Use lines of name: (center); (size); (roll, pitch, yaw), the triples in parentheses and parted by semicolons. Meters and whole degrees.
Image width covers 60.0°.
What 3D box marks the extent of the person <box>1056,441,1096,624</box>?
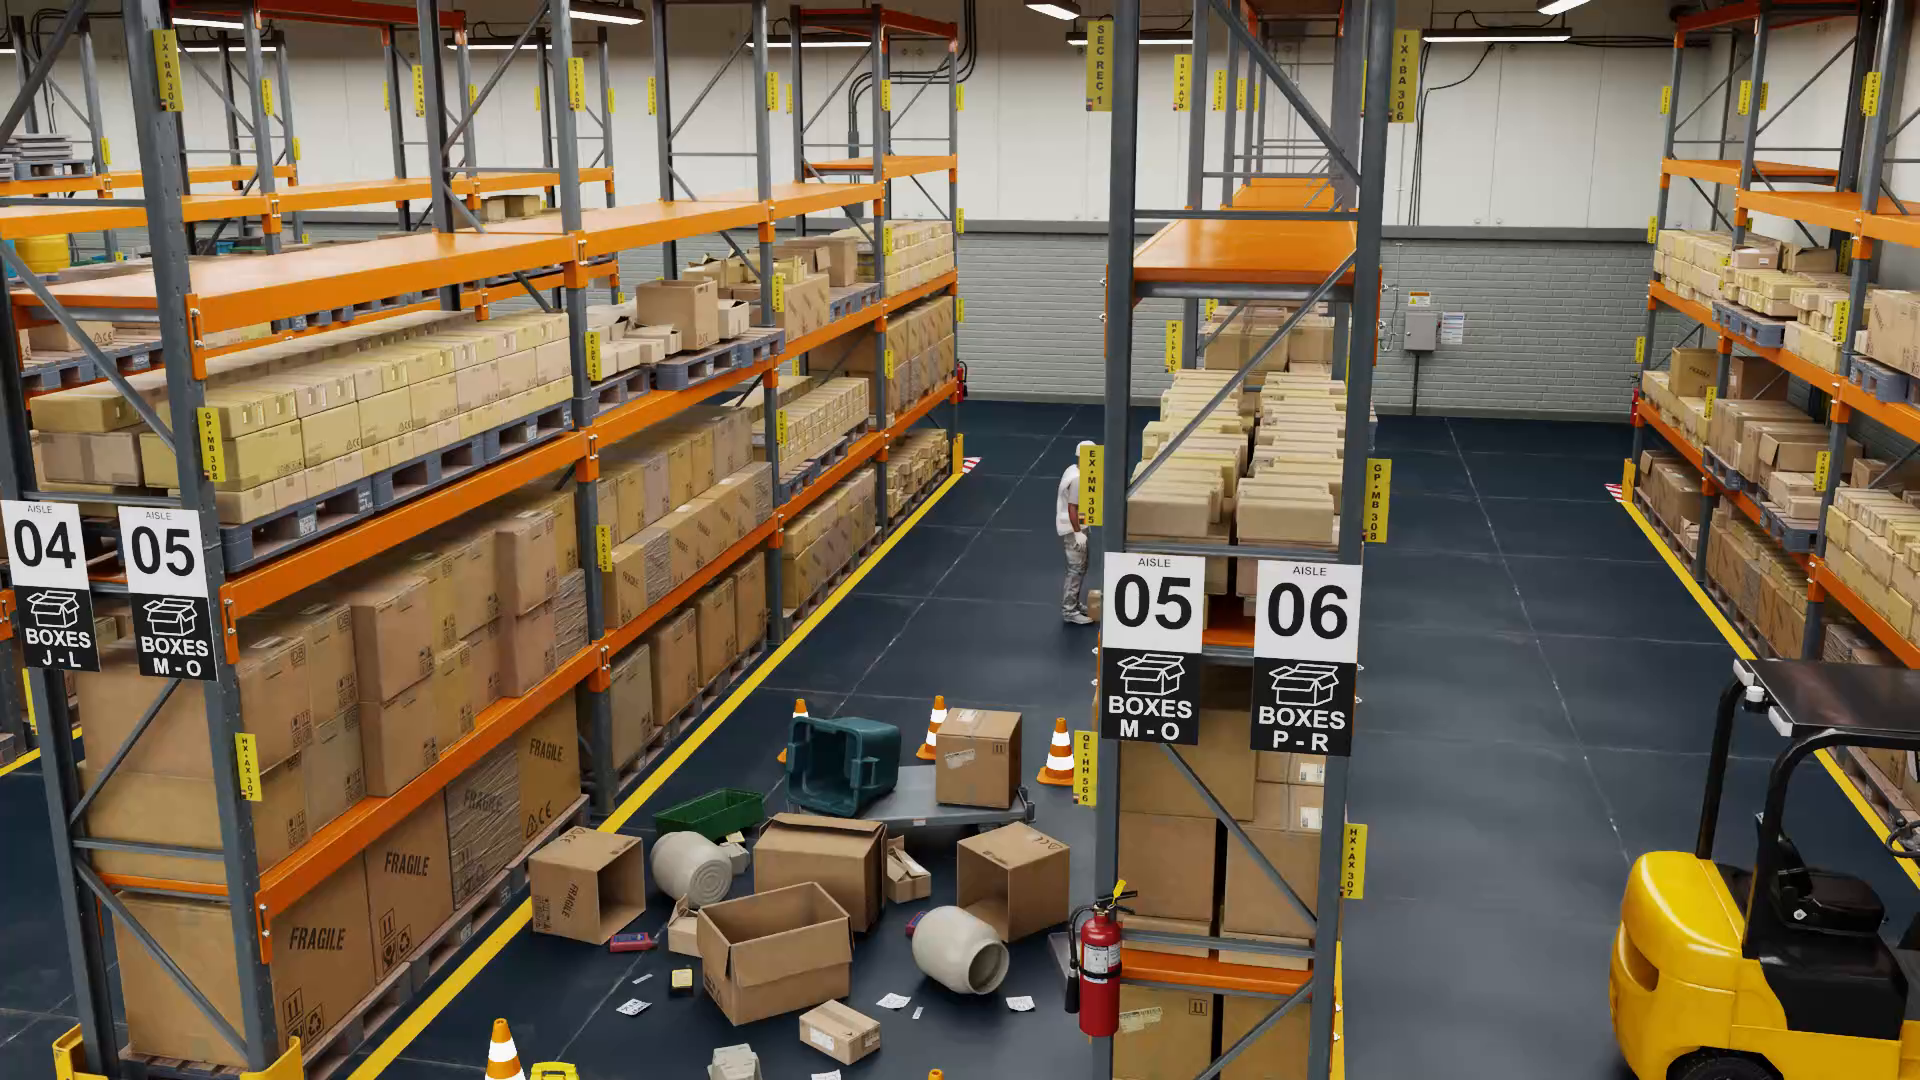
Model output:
person: (1.173, -0.097, 16.360); (0.445, 1.775, 0.632); (2, 15, 9)
